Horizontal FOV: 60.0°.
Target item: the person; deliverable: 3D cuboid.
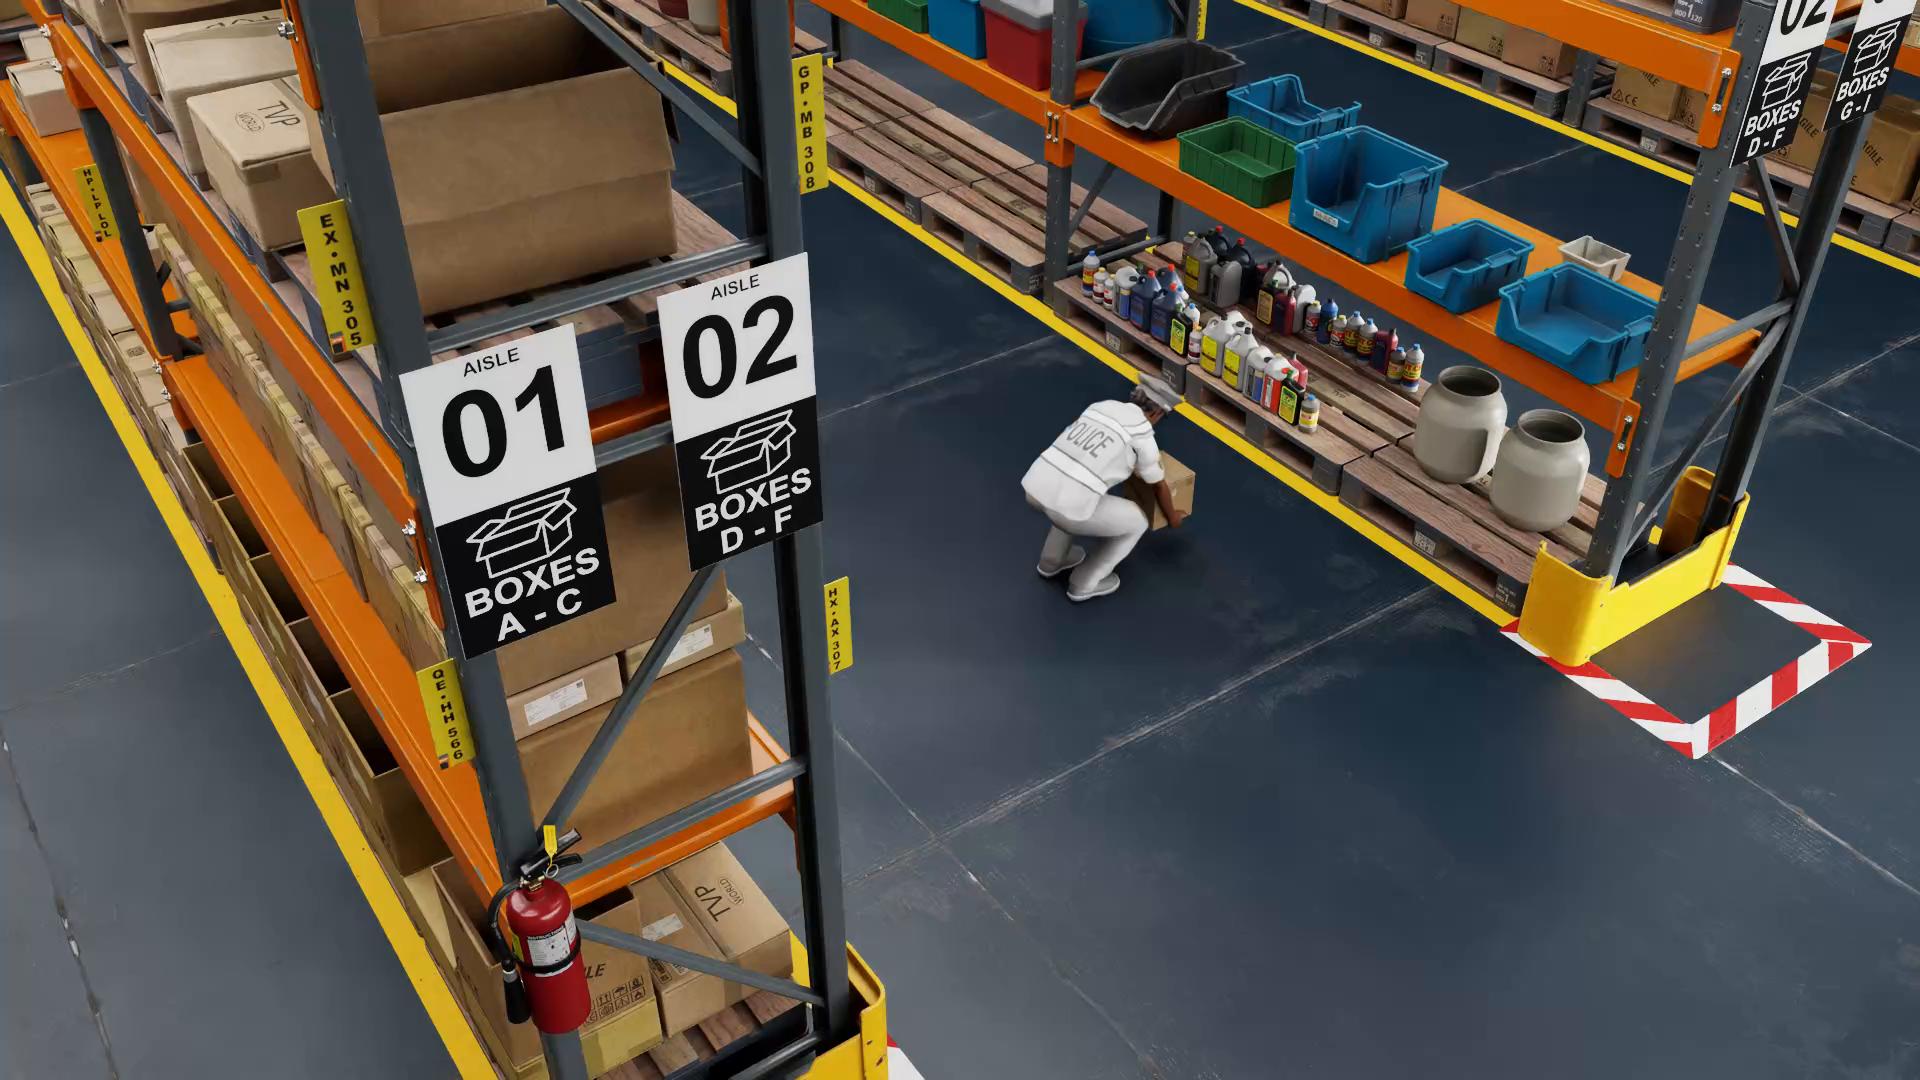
[{"bbox_3d":[0.695,-0.255,7.928,0.891,0.977,0.463,-24,43,-29],"label":"person"}]
